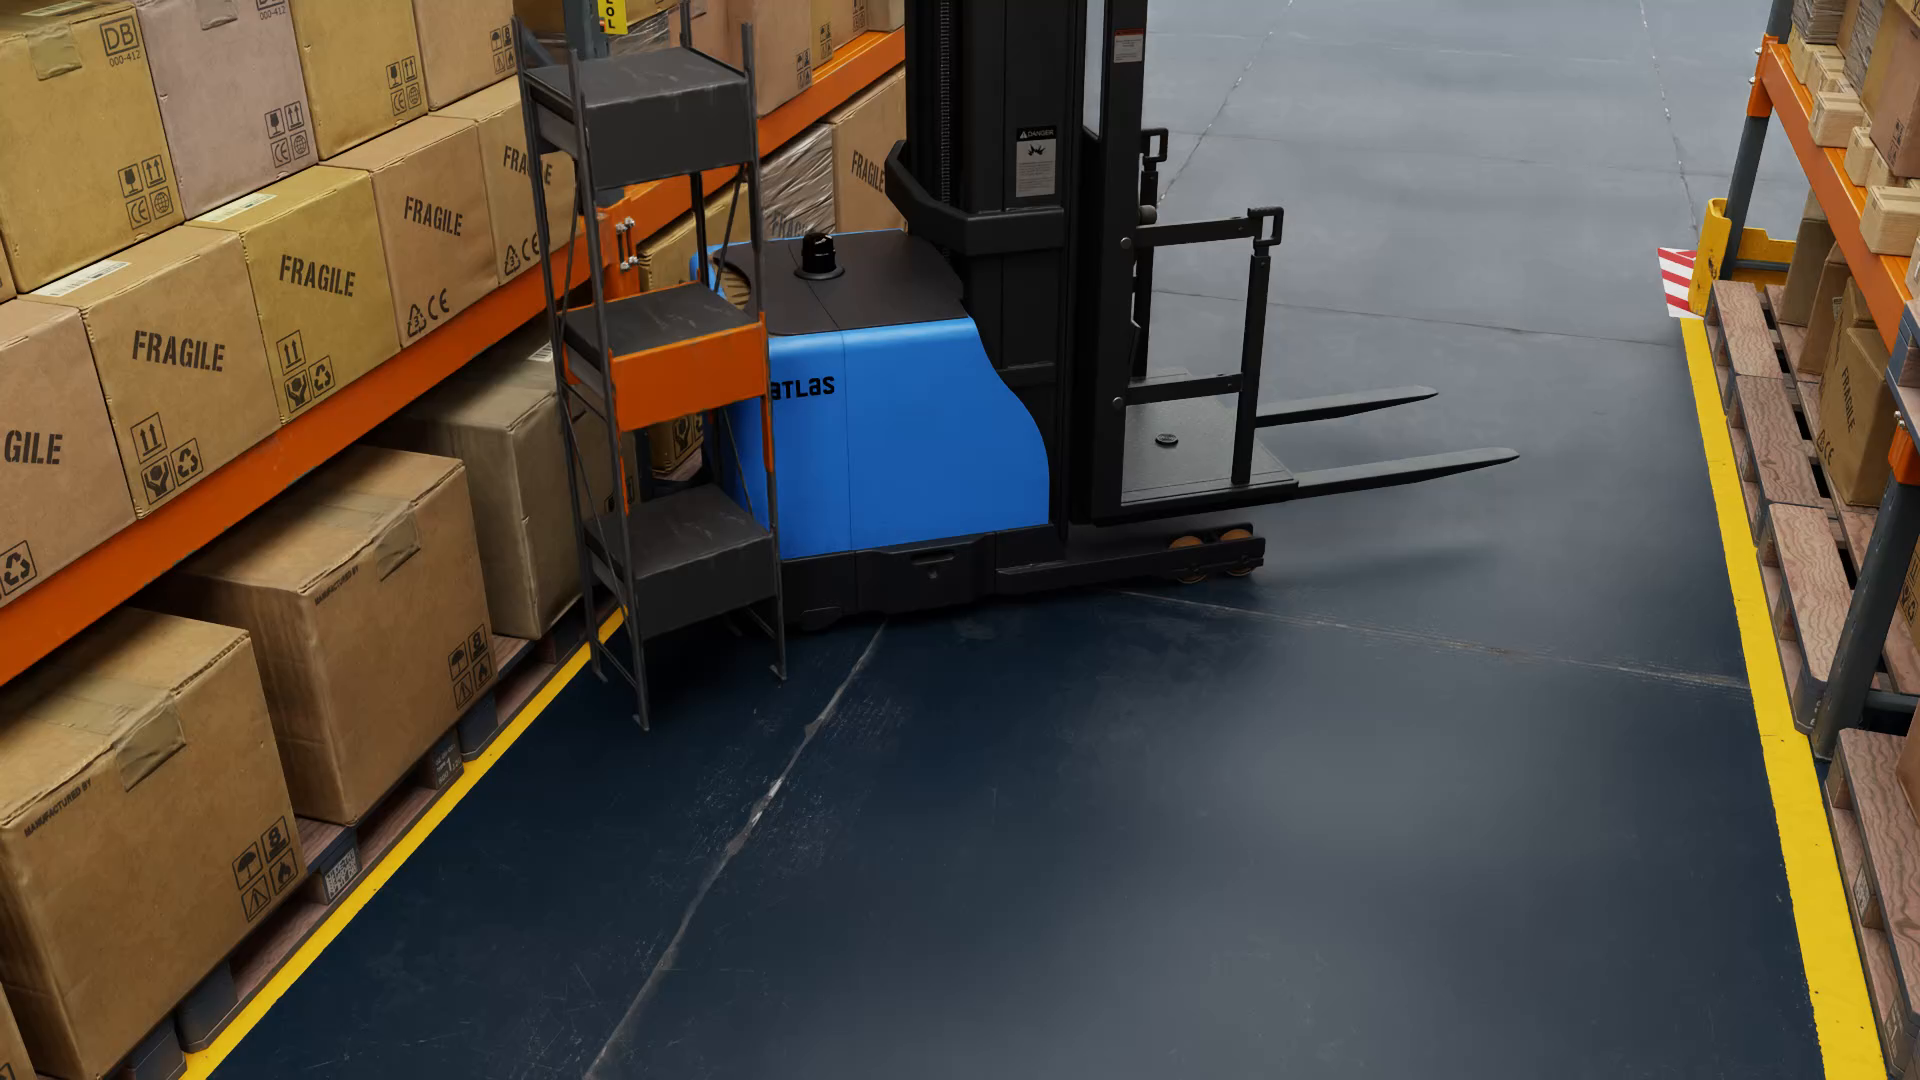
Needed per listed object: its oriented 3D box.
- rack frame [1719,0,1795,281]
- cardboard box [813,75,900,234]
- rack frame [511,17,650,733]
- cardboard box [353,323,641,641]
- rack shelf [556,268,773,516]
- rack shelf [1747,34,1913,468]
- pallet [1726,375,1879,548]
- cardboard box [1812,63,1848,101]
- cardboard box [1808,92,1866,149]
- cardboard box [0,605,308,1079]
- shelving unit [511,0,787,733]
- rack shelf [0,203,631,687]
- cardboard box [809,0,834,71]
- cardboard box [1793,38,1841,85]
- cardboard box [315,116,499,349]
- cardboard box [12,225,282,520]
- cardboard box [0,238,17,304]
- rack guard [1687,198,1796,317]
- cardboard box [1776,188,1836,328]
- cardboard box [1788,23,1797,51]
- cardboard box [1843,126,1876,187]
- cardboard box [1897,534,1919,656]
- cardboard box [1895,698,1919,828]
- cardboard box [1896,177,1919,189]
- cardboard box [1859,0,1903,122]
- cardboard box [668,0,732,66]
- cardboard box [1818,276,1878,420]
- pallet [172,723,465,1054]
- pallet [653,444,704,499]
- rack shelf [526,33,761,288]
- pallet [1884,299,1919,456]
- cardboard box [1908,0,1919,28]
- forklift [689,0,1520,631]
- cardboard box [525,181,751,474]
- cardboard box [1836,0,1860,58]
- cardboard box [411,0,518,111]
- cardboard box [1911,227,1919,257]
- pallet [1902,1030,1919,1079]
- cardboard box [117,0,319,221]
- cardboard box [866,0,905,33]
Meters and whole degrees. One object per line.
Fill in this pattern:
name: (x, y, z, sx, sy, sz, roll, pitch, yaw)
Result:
rack frame: (4.263, -2.457, 7.581, 1.000, 3.000, 0.127, 8, 30, 15)
cardboard box: (-0.841, -1.733, 8.033, 0.875, 0.875, 0.875, 8, 30, 14)
rack frame: (-1.074, -0.389, 4.776, 0.015, 2.100, 0.400, -19, 36, -29)
cardboard box: (-1.719, -0.252, 5.499, 1.050, 0.750, 0.750, 8, 30, 15)
rack shelf: (-0.873, -0.446, 4.902, 0.480, 0.518, 0.431, -19, 36, -29)
rack shelf: (3.676, -1.213, 6.085, 1.077, 0.370, 4.000, 8, 30, 15)
pallet: (3.608, -0.265, 6.510, 1.003, 0.211, 1.213, 8, 30, 15)
cardboard box: (3.638, -1.787, 6.635, 0.380, 0.149, 0.250, 8, 30, 15)
cardboard box: (3.418, -1.565, 6.237, 0.380, 0.149, 0.250, 8, 30, 15)
cardboard box: (-2.279, 0.629, 3.916, 1.050, 0.750, 0.750, 9, 30, 16)
shelving unit: (-0.873, -0.458, 4.895, 0.503, 2.100, 0.431, -19, 36, -29)
rack shelf: (-2.210, -0.109, 4.100, 1.077, 0.370, 4.000, 8, 30, 15)
cardboard box: (-1.056, -2.345, 7.226, 0.875, 0.550, 0.500, 8, 30, 15)
cardboard box: (3.772, -2.021, 7.056, 0.380, 0.149, 0.250, 8, 30, 15)
cardboard box: (-1.669, -0.881, 4.645, 0.500, 0.500, 0.500, 8, 30, 14)
cardboard box: (-1.964, -0.410, 3.798, 0.500, 0.500, 0.500, 8, 30, 14)
cardboard box: (-2.360, -0.656, 3.212, 0.700, 0.500, 0.500, 8, 30, 14)
rack guard: (4.241, -1.329, 8.125, 1.175, 0.500, 0.348, 8, 30, 15)
cardboard box: (4.064, -1.260, 7.569, 0.500, 0.500, 0.500, 14, 32, 24)
cardboard box: (3.951, -2.249, 7.465, 0.380, 0.149, 0.250, 8, 30, 15)
cardboard box: (3.325, -1.325, 5.805, 0.380, 0.149, 0.250, 8, 30, 15)
cardboard box: (3.244, 0.131, 5.069, 0.500, 0.500, 0.500, 8, 30, 13)
cardboard box: (2.888, 0.584, 4.233, 0.700, 0.500, 0.500, 6, 30, 11)
cardboard box: (3.250, -1.082, 5.368, 0.380, 0.149, 0.250, 8, 30, 15)
cardboard box: (3.697, -1.672, 5.762, 0.875, 0.500, 0.500, 8, 30, 15)
cardboard box: (-1.386, -1.850, 6.336, 0.875, 0.550, 0.550, 8, 30, 15)
cardboard box: (3.719, -0.689, 6.543, 0.500, 0.500, 0.500, 11, 31, 20)
pallet: (-2.134, 0.804, 4.588, 1.003, 0.211, 1.213, 8, 30, 15)
pallet: (-1.325, -0.476, 6.889, 1.003, 0.211, 1.213, 8, 30, 15)
rack shelf: (-0.866, -1.048, 4.544, 0.480, 0.518, 0.431, -19, 36, -29)
pallet: (2.725, -0.180, 3.685, 1.003, 0.211, 1.213, 8, 30, 15)
cardboard box: (3.103, -1.690, 4.764, 0.500, 0.500, 0.500, 8, 30, 15)
forklift: (0.600, -1.364, 5.686, 3.031, 2.935, 1.130, -8, 30, -14)
cardboard box: (-1.372, -0.890, 6.518, 0.875, 0.875, 0.875, 9, 30, 16)
cardboard box: (4.043, -2.129, 6.583, 0.875, 0.500, 0.500, 8, 30, 15)
cardboard box: (-1.763, -1.602, 4.912, 0.700, 0.500, 0.500, 8, 30, 14)
cardboard box: (3.084, -0.852, 4.955, 0.380, 0.149, 0.250, 8, 30, 15)
pallet: (2.505, 1.551, 3.244, 1.003, 0.211, 1.213, 8, 30, 15)
cardboard box: (-2.061, -1.128, 4.060, 0.700, 0.500, 0.500, 9, 30, 15)
cardboard box: (-0.655, -2.840, 8.114, 0.875, 0.550, 0.550, 8, 30, 15)
